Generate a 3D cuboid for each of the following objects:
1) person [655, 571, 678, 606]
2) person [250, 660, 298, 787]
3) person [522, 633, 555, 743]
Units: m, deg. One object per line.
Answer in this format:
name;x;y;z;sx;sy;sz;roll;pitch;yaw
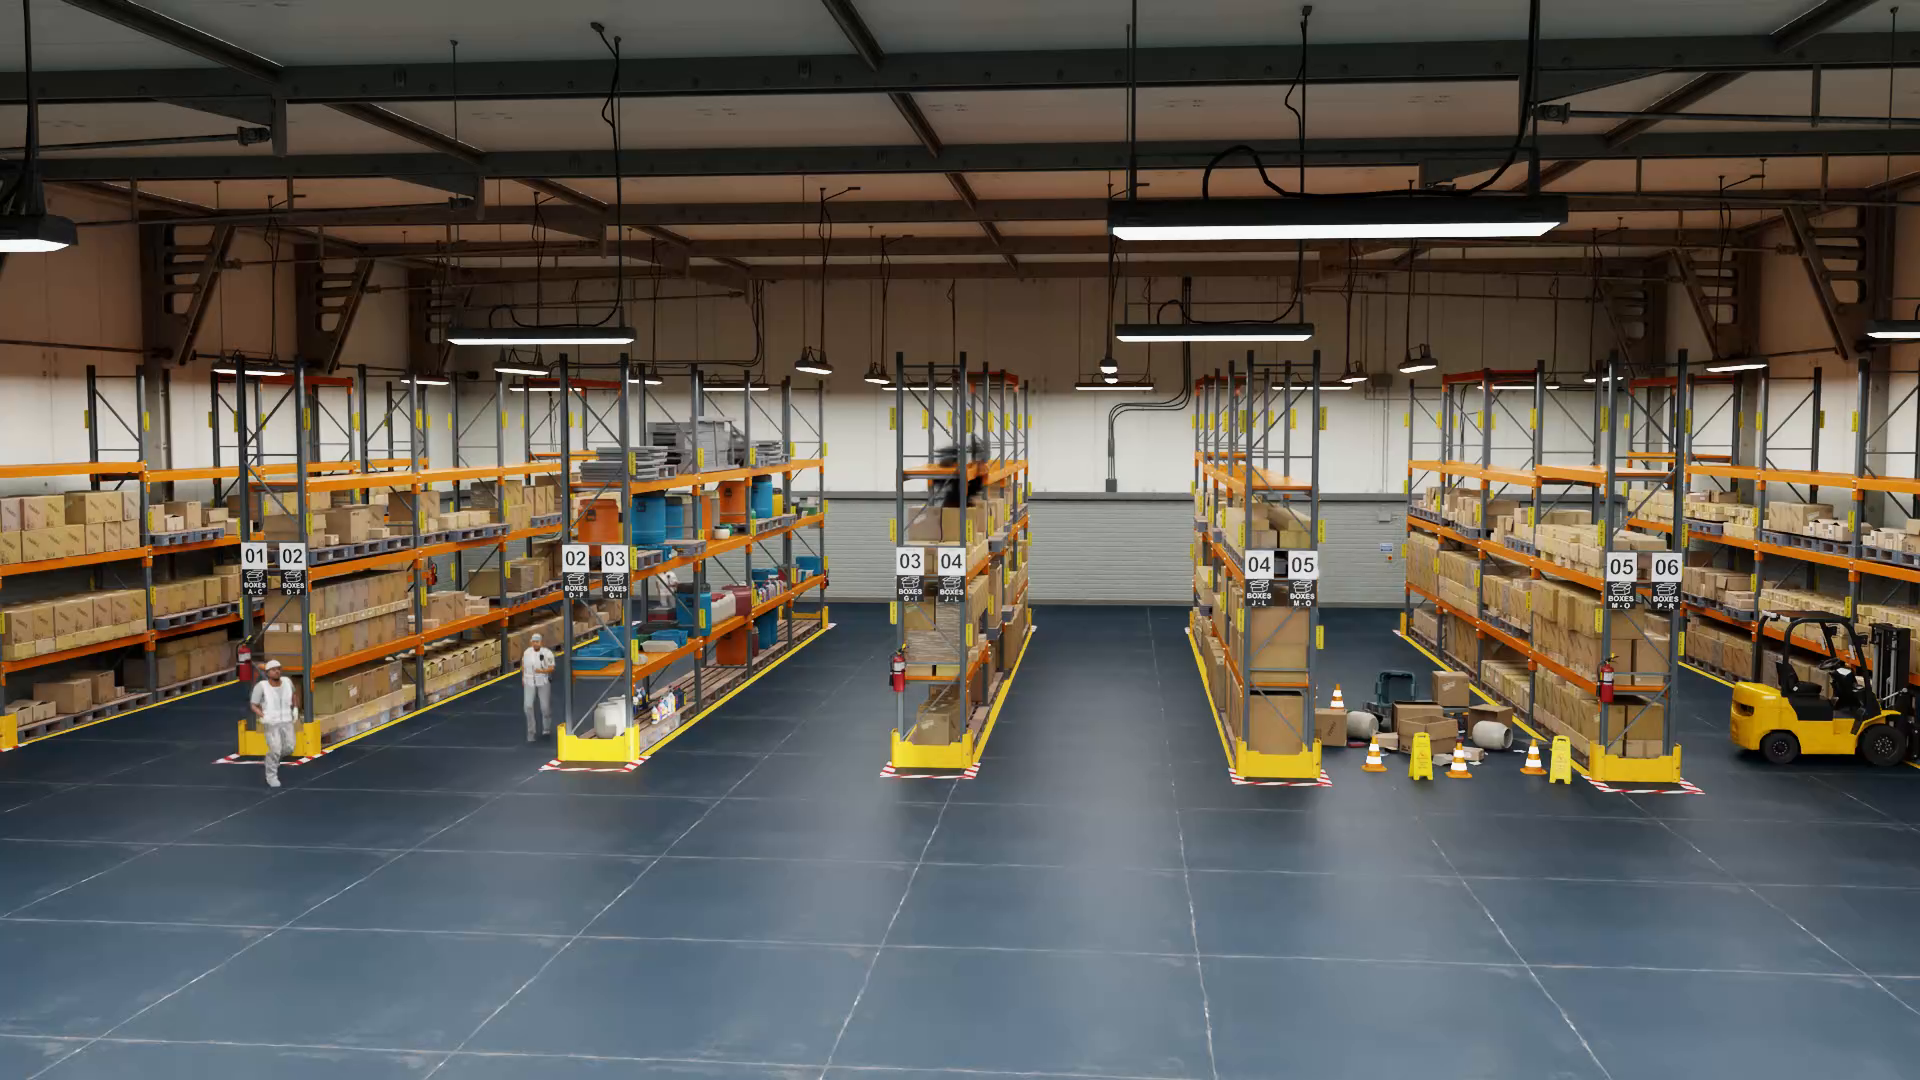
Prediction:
person;-6.993;1.358;39.634;0.578;1.764;0.735;0;4;-2
person;-9.437;2.513;22.939;0.666;1.744;0.706;4;5;41
person;-6.649;2.319;26.210;0.571;1.720;0.822;0;4;-3
